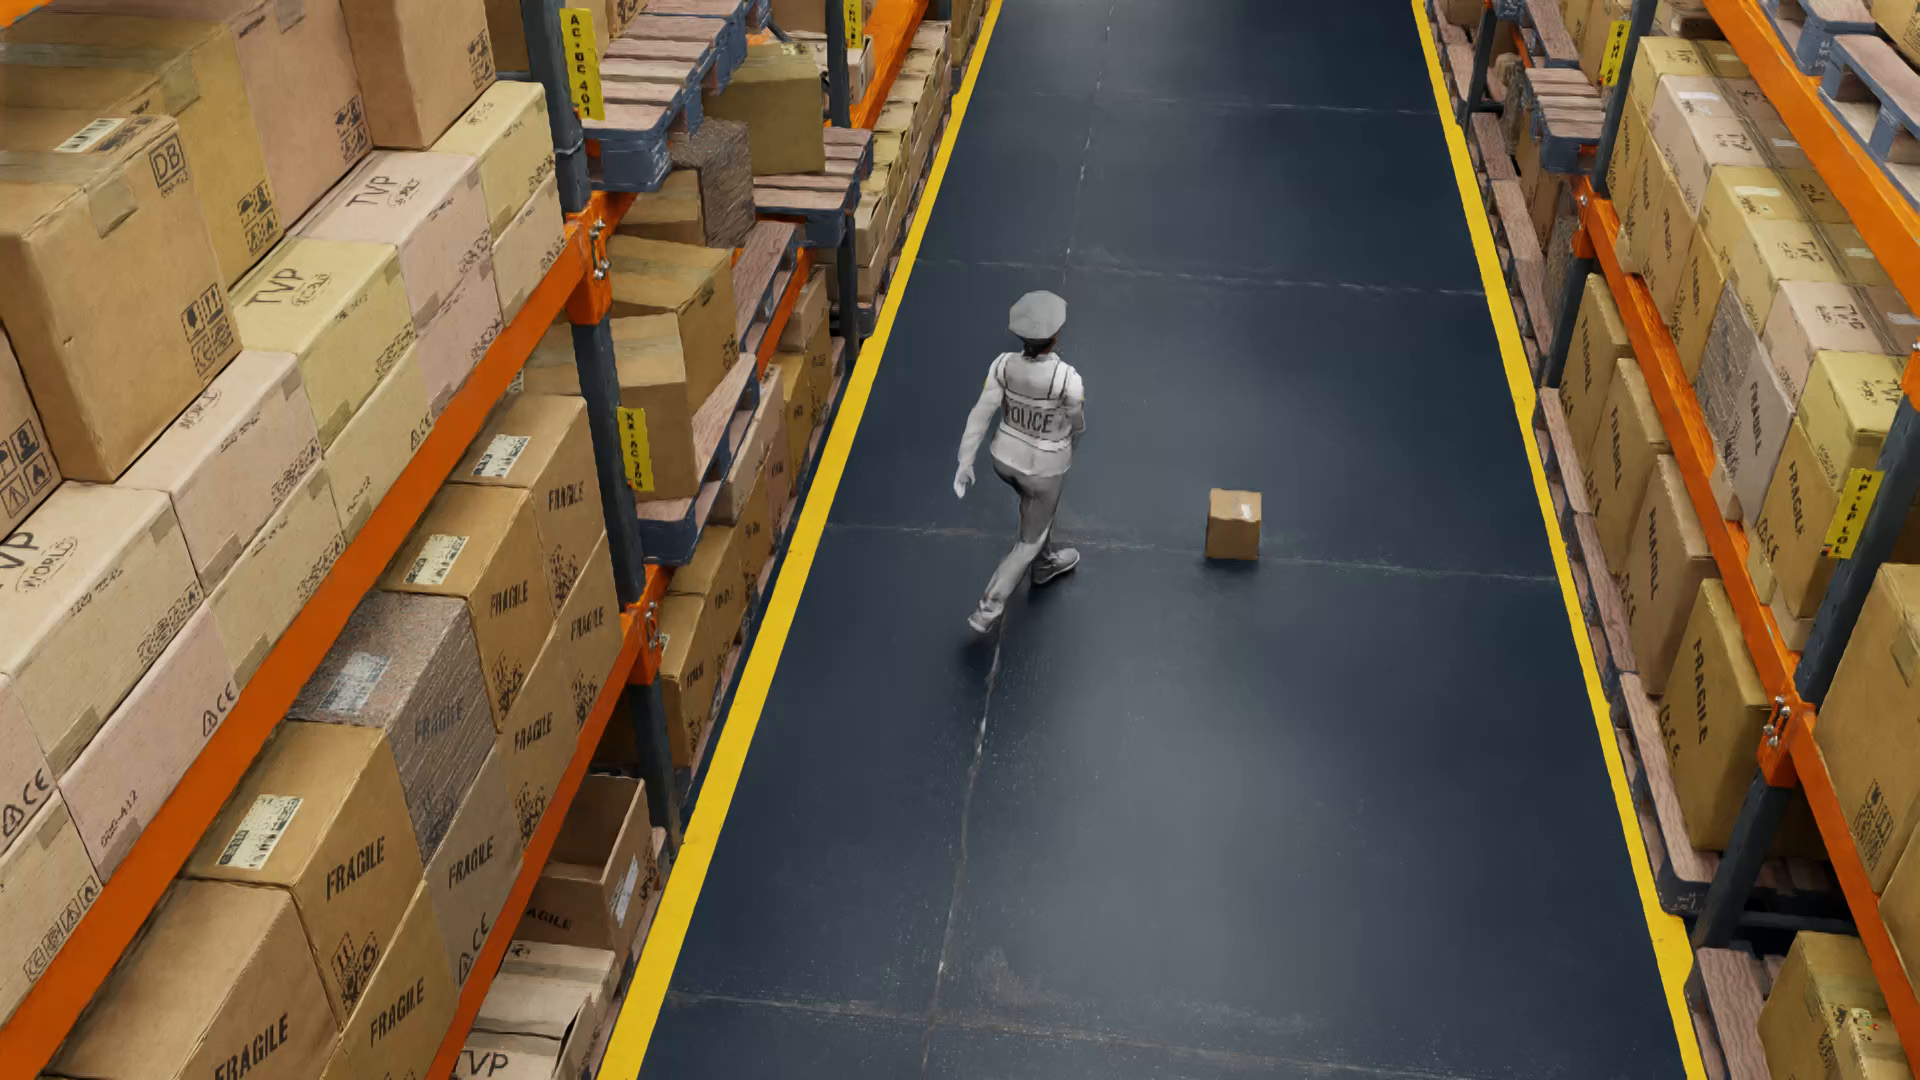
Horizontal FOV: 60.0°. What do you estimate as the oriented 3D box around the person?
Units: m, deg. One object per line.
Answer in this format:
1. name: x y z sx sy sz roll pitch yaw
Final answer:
1. person: 0.292 -0.350 7.499 0.481 1.646 0.920 25 43 29
